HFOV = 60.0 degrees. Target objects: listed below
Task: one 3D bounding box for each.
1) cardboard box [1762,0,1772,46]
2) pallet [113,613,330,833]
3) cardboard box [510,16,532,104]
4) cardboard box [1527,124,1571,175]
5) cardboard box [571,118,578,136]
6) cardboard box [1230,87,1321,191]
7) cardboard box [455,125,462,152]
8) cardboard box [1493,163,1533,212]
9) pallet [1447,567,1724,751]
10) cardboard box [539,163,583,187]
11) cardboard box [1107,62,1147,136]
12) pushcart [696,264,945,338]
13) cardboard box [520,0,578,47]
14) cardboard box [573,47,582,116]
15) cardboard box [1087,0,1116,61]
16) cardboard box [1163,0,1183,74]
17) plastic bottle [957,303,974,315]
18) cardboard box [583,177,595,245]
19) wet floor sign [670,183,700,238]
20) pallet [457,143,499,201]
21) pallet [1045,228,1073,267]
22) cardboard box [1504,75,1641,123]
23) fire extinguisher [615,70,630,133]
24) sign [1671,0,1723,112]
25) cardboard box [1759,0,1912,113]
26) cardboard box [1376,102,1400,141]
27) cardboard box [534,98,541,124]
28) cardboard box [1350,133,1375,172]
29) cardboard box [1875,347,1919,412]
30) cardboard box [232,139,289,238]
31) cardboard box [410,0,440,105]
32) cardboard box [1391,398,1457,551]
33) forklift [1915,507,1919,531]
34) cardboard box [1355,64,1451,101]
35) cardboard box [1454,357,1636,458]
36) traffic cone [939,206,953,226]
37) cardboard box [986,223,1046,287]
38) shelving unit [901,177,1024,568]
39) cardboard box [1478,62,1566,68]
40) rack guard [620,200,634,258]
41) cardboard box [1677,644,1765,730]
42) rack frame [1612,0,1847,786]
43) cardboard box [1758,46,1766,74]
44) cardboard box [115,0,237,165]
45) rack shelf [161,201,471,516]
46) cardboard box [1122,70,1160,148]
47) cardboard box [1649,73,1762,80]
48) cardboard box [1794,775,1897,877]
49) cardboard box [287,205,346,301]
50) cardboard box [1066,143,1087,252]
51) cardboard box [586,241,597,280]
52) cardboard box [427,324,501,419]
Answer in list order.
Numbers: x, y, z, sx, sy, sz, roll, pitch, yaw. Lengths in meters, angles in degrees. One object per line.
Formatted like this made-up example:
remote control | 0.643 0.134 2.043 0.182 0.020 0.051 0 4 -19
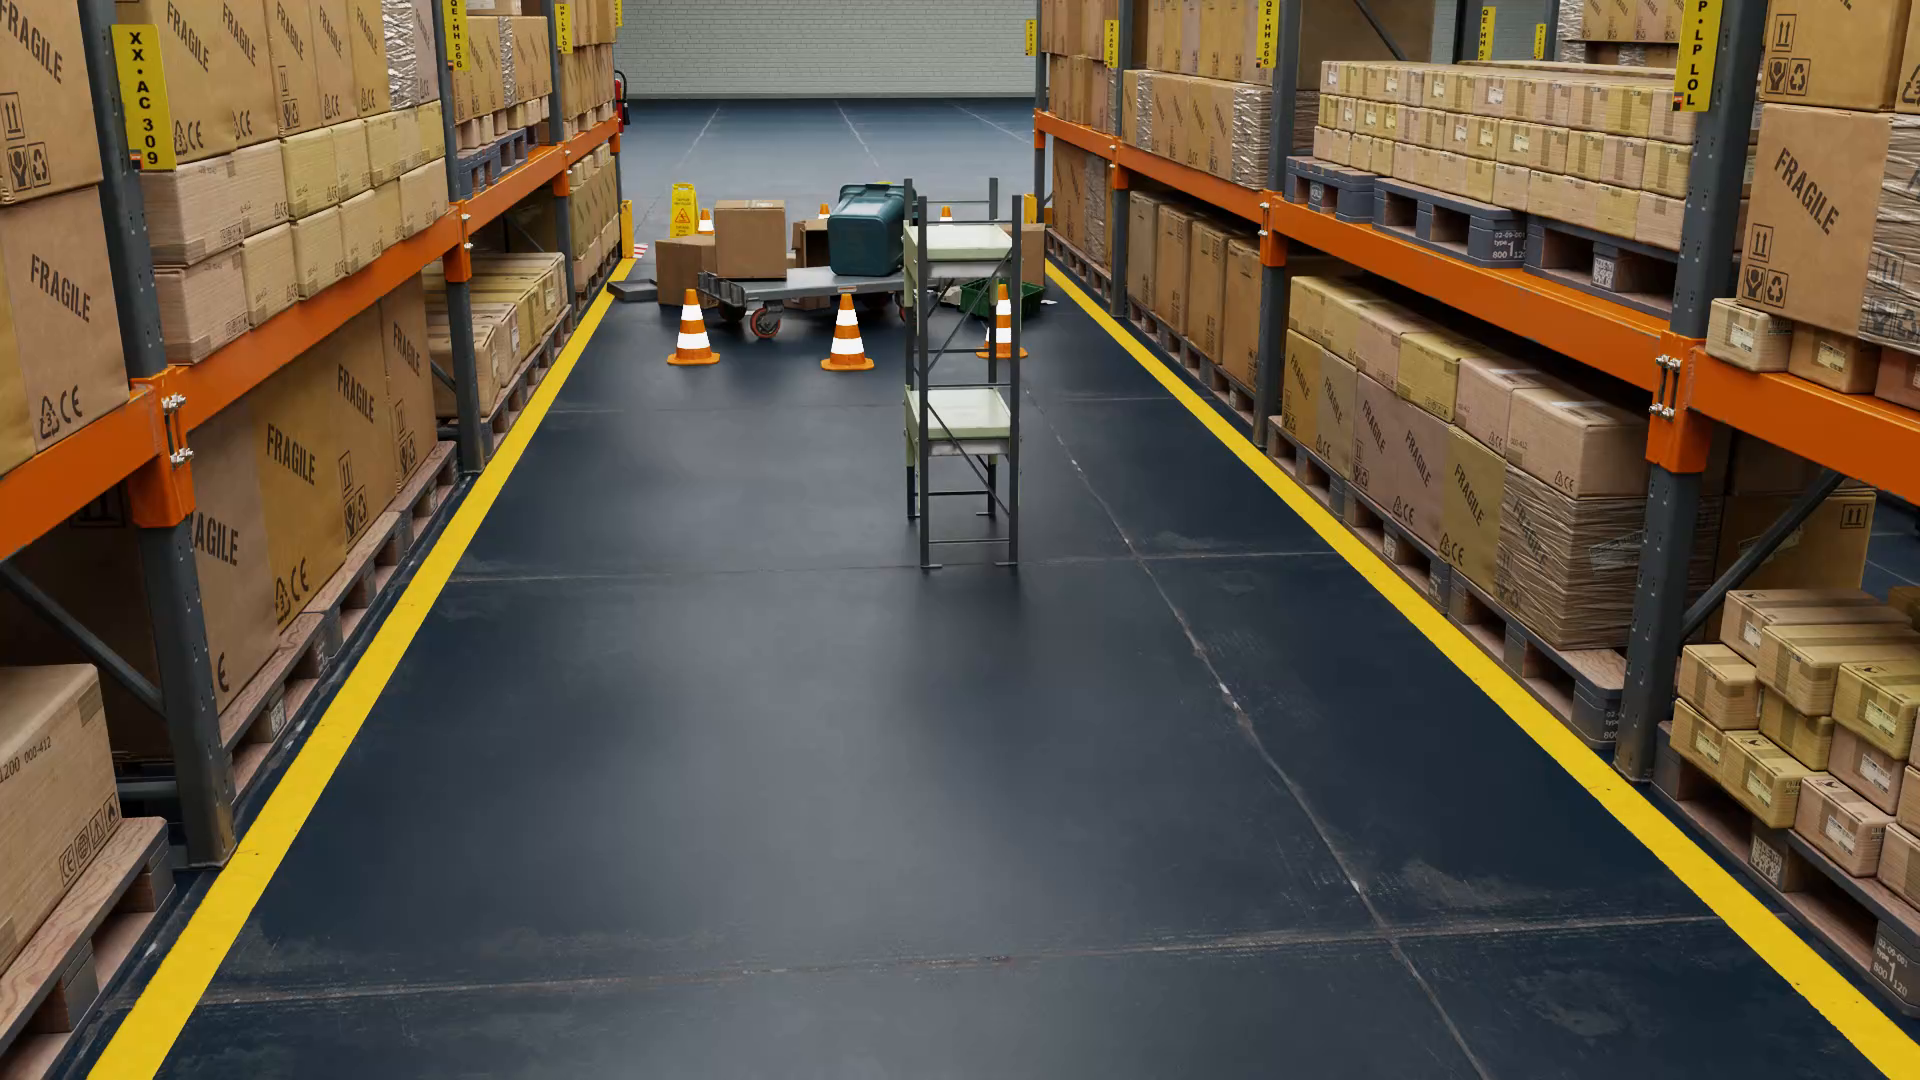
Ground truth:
cardboard box | 6.262 -4.043 12.714 0.500 0.500 0.500 -2 18 -6
pallet | -2.605 0.542 5.098 1.003 0.211 1.213 -2 18 -6
cardboard box | -2.900 -2.902 10.049 0.500 0.500 0.500 -1 17 -4
cardboard box | 2.142 -1.313 5.572 0.380 0.149 0.250 -2 18 -7
cardboard box | -3.115 -3.155 12.638 0.380 0.149 0.250 -1 17 -4
cardboard box | 1.737 -2.109 8.721 0.500 0.500 0.500 -2 18 -6
cardboard box | -2.707 -2.021 8.325 0.380 0.149 0.250 -3 18 -9
cardboard box | 2.114 -1.246 5.856 0.380 0.149 0.250 -3 18 -8
pallet | 2.381 0.355 5.695 1.003 0.211 1.213 -2 18 -6
cardboard box | -3.021 -2.723 12.398 0.380 0.149 0.250 -2 17 -5
cardboard box | 1.588 -3.309 12.457 0.875 0.550 0.550 -2 18 -6
pushcart | -1.013 -1.779 12.212 1.648 0.377 0.936 -8 19 -25
cardboard box | -3.105 -3.749 11.777 0.700 0.500 0.500 -2 18 -6
cardboard box | -3.118 -3.423 12.407 0.500 0.500 0.500 -2 18 -6
cardboard box | 1.462 -3.985 12.811 0.875 0.550 0.550 -2 18 -6
cardboard box | 1.750 -3.351 11.008 0.700 0.500 0.500 -2 18 -7
plastic bottle | 0.108 -1.761 12.685 0.133 0.061 0.283 -12 21 -34
cardboard box | -3.135 -2.534 12.878 0.500 0.500 0.500 -1 17 -3
wet floor sign | -2.643 -3.103 15.982 0.267 0.644 0.232 4 18 13
pallet | -3.042 -1.870 8.446 1.213 0.211 1.003 -2 18 -6
pallet | 1.386 -2.753 15.593 1.003 0.211 1.213 -2 18 -6
cardboard box | 2.125 -1.530 5.769 0.380 0.149 0.250 -2 18 -7
fire extinguisher | -3.241 -4.148 15.509 0.296 0.674 0.183 -2 18 -6
sign | 1.911 -1.278 4.307 0.100 0.325 0.005 -2 18 -6
cardboard box | 2.267 -1.269 3.877 0.500 0.500 0.500 -1 17 -4
cardboard box | 1.988 -1.773 7.037 0.380 0.149 0.250 -2 18 -5
cardboard box | -2.876 -2.725 10.568 0.380 0.149 0.250 -2 18 -7
cardboard box | 1.952 -1.716 7.355 0.380 0.149 0.250 -1 17 -3
cardboard box | 2.347 -0.377 3.790 0.380 0.149 0.250 -3 18 -8
cardboard box | -2.297 -1.022 4.841 0.500 0.250 0.500 -2 17 -5
cardboard box | -2.549 -2.131 7.122 0.500 0.500 0.500 -2 18 -7
cardboard box | 2.035 -0.270 6.502 0.500 0.500 0.500 -2 18 -7
forklift | 4.722 -1.319 6.484 1.130 2.935 3.031 -2 18 -5
cardboard box | 1.957 -2.003 7.275 0.380 0.149 0.250 -2 18 -6
cardboard box | 2.095 -0.477 5.909 0.500 0.250 0.500 -1 17 -3
traffic cone | -0.132 -2.907 15.663 0.336 0.463 0.334 -2 18 -6
cardboard box | 0.457 -2.367 13.877 0.500 0.500 0.500 1 17 4
shelving unit | -0.001 -0.718 6.959 0.431 1.500 0.755 -2 18 -6
cardboard box | 2.581 -2.093 7.562 0.380 0.149 0.250 -2 18 -6
rack guard | -3.680 -2.921 15.646 1.175 0.500 0.348 -2 18 -6
cardboard box | 2.182 0.392 4.483 0.380 0.149 0.250 -1 17 -3
rack frame | 2.463 -0.744 4.539 1.000 3.000 0.127 -2 18 -6
cardboard box | 6.597 -3.576 12.897 0.875 0.500 0.500 -2 18 -6
cardboard box | -2.210 -1.226 4.237 0.500 0.500 0.500 -2 17 -5
rack shelf | -2.656 -0.814 5.962 1.077 0.370 4.000 -2 18 -6
cardboard box | 1.424 -3.010 11.590 0.500 0.500 0.500 -2 17 -5
cardboard box | 2.746 -1.625 6.071 0.380 0.149 0.250 -1 17 -4
cardboard box | 2.286 0.686 4.042 0.380 0.149 0.250 -2 18 -6
cardboard box | -2.325 -0.936 5.401 0.500 0.250 0.500 -2 18 -6
cardboard box | 1.454 -3.044 14.710 0.875 0.875 0.875 -2 18 -7
cardboard box | -3.134 -2.176 12.989 0.500 0.250 0.500 -1 17 -3
cardboard box | -2.911 -0.868 8.620 0.950 0.372 0.625 -3 18 -9
